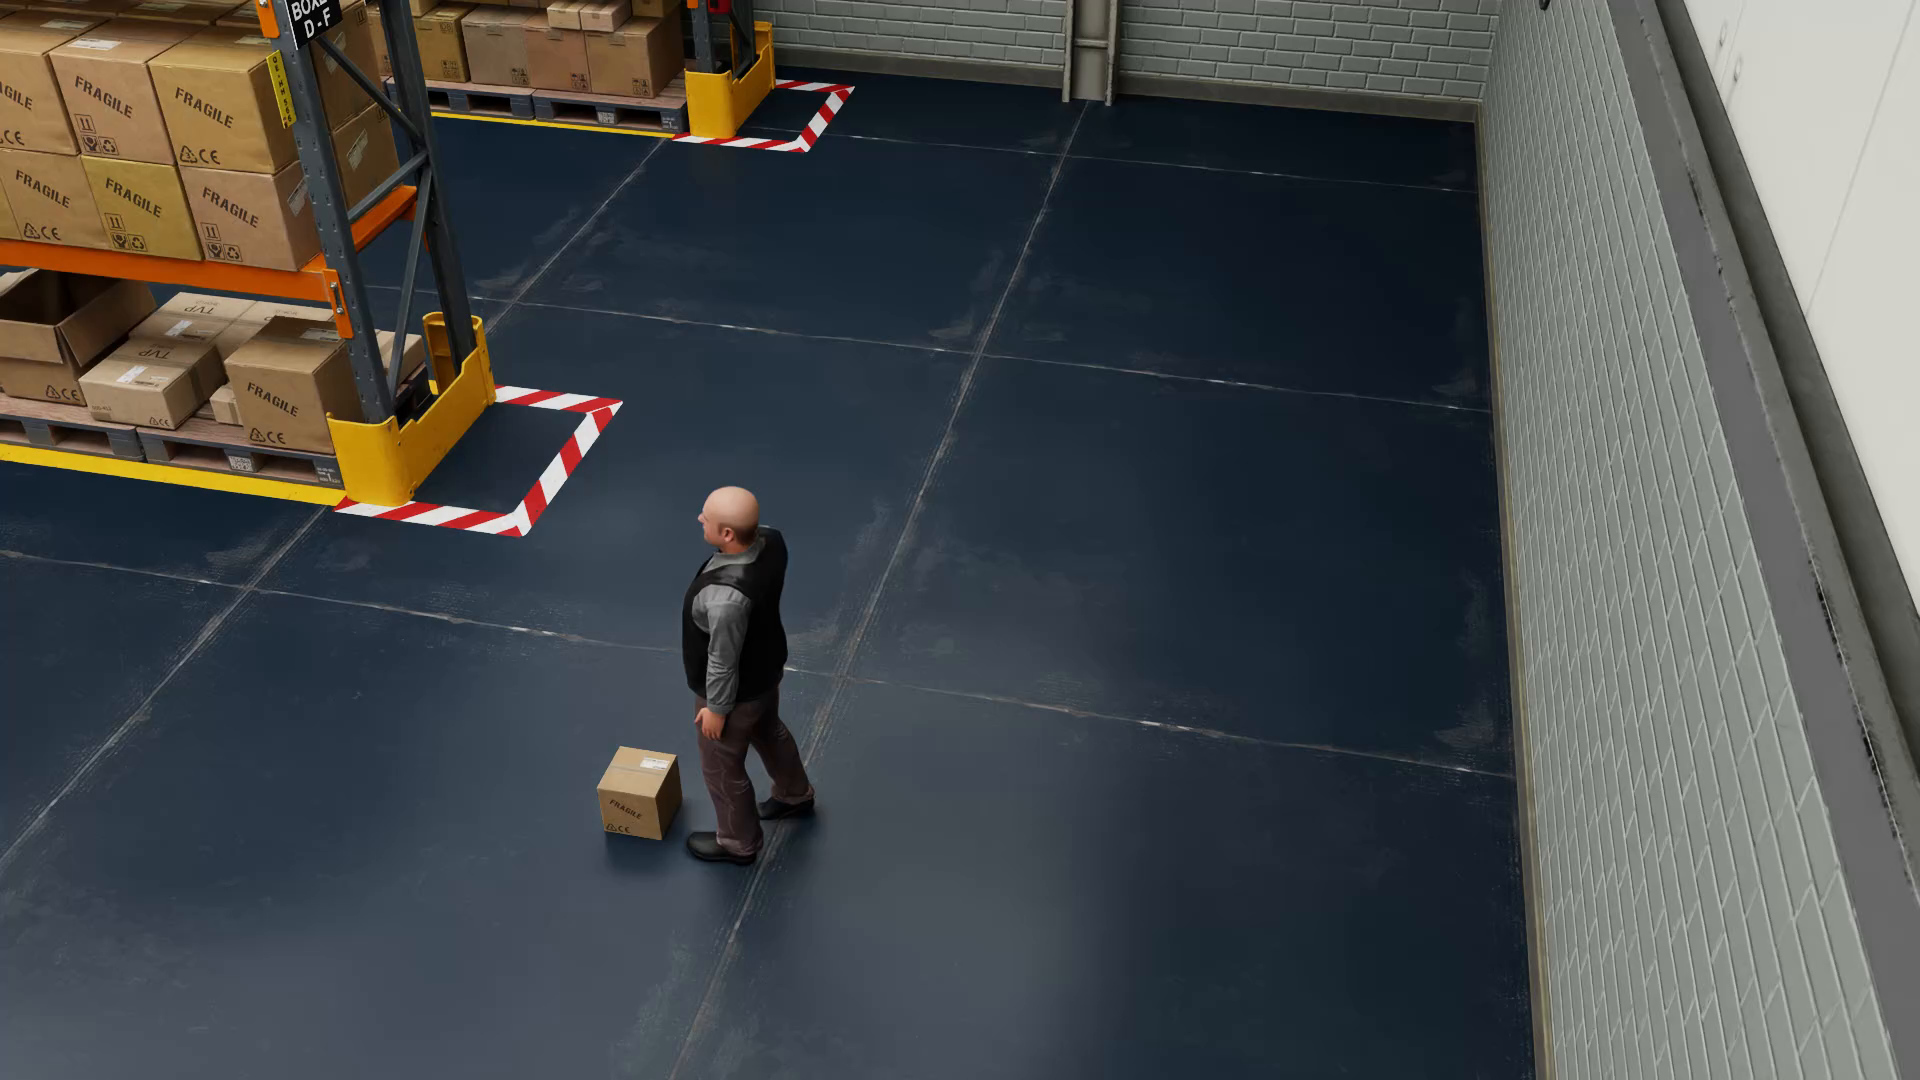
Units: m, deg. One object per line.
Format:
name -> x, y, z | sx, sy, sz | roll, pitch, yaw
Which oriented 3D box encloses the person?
person -> -0.860, 0.530, 6.300 | 0.452, 1.760, 0.540 | 8, 37, 11
